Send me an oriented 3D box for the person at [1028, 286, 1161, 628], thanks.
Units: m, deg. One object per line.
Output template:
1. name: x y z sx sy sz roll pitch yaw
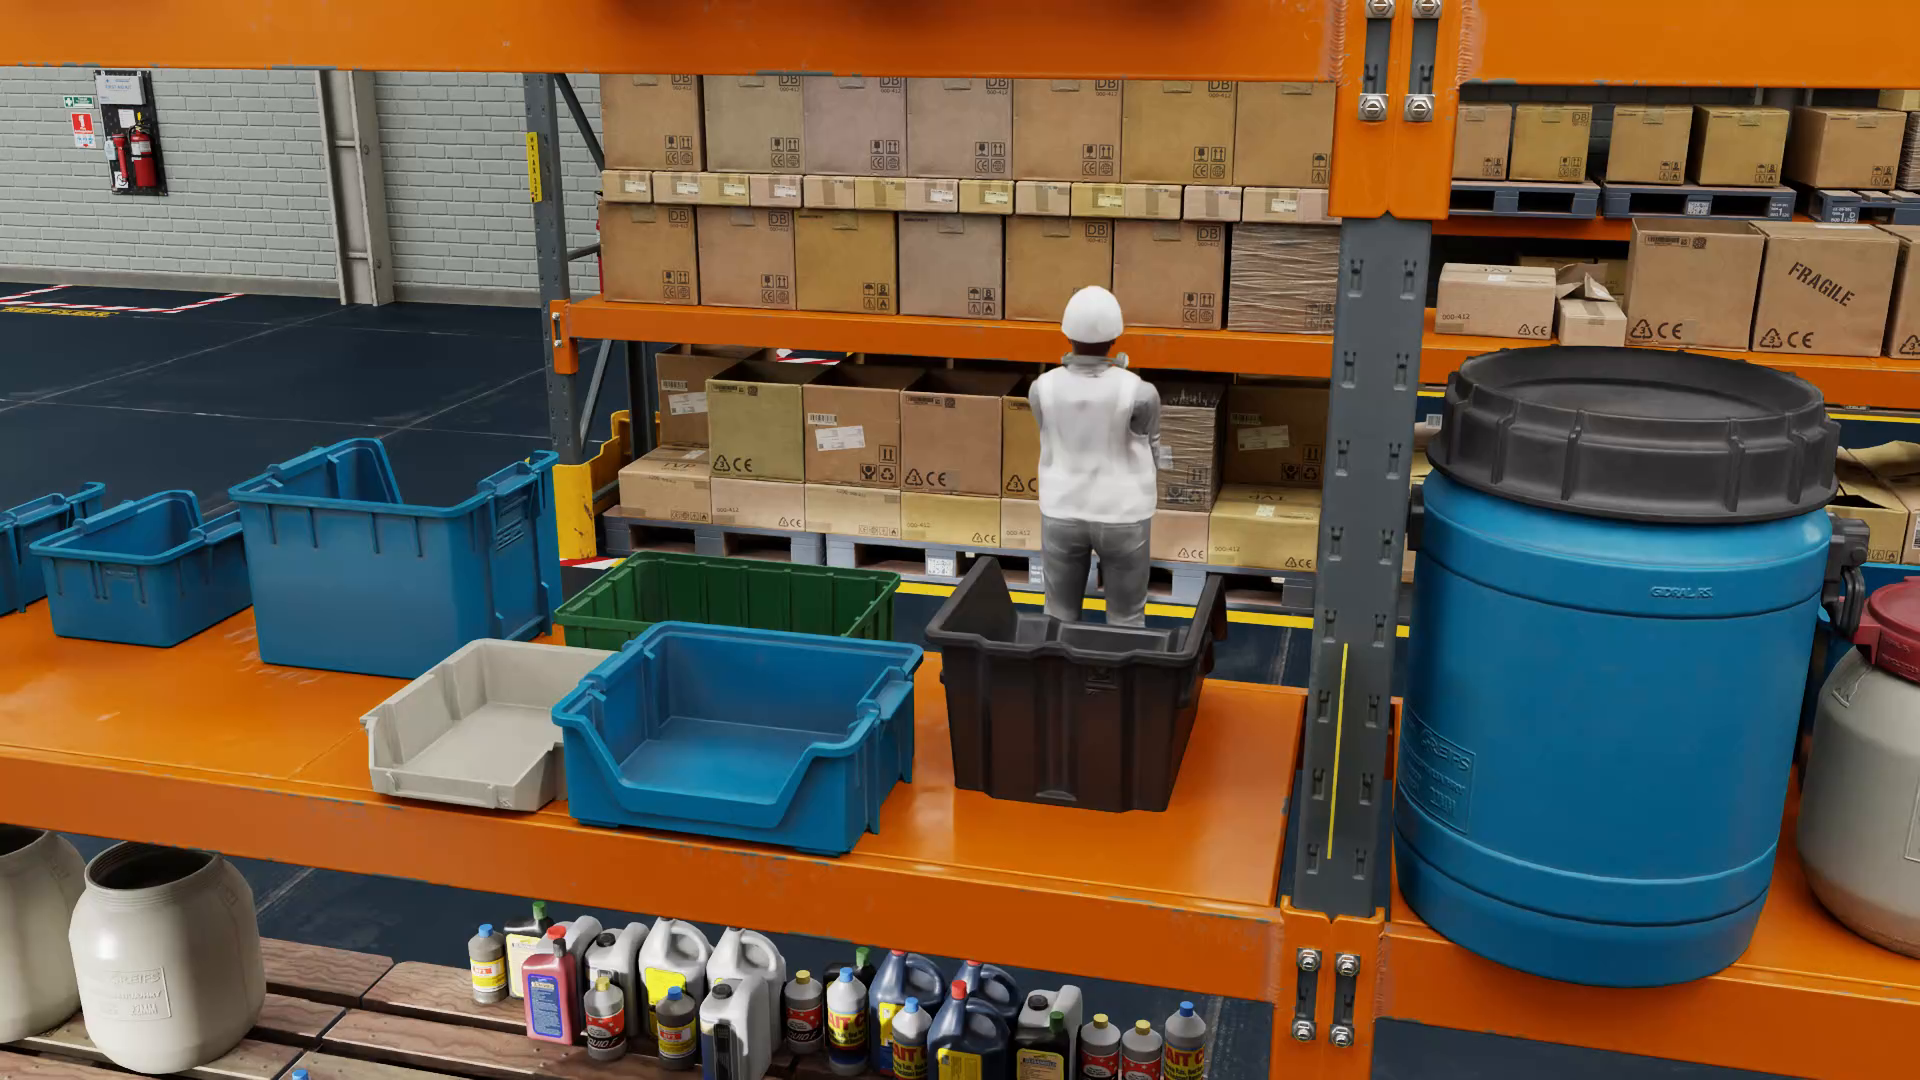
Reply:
1. person: 0.525 -0.119 6.390 0.494 1.764 0.556 5 19 15
